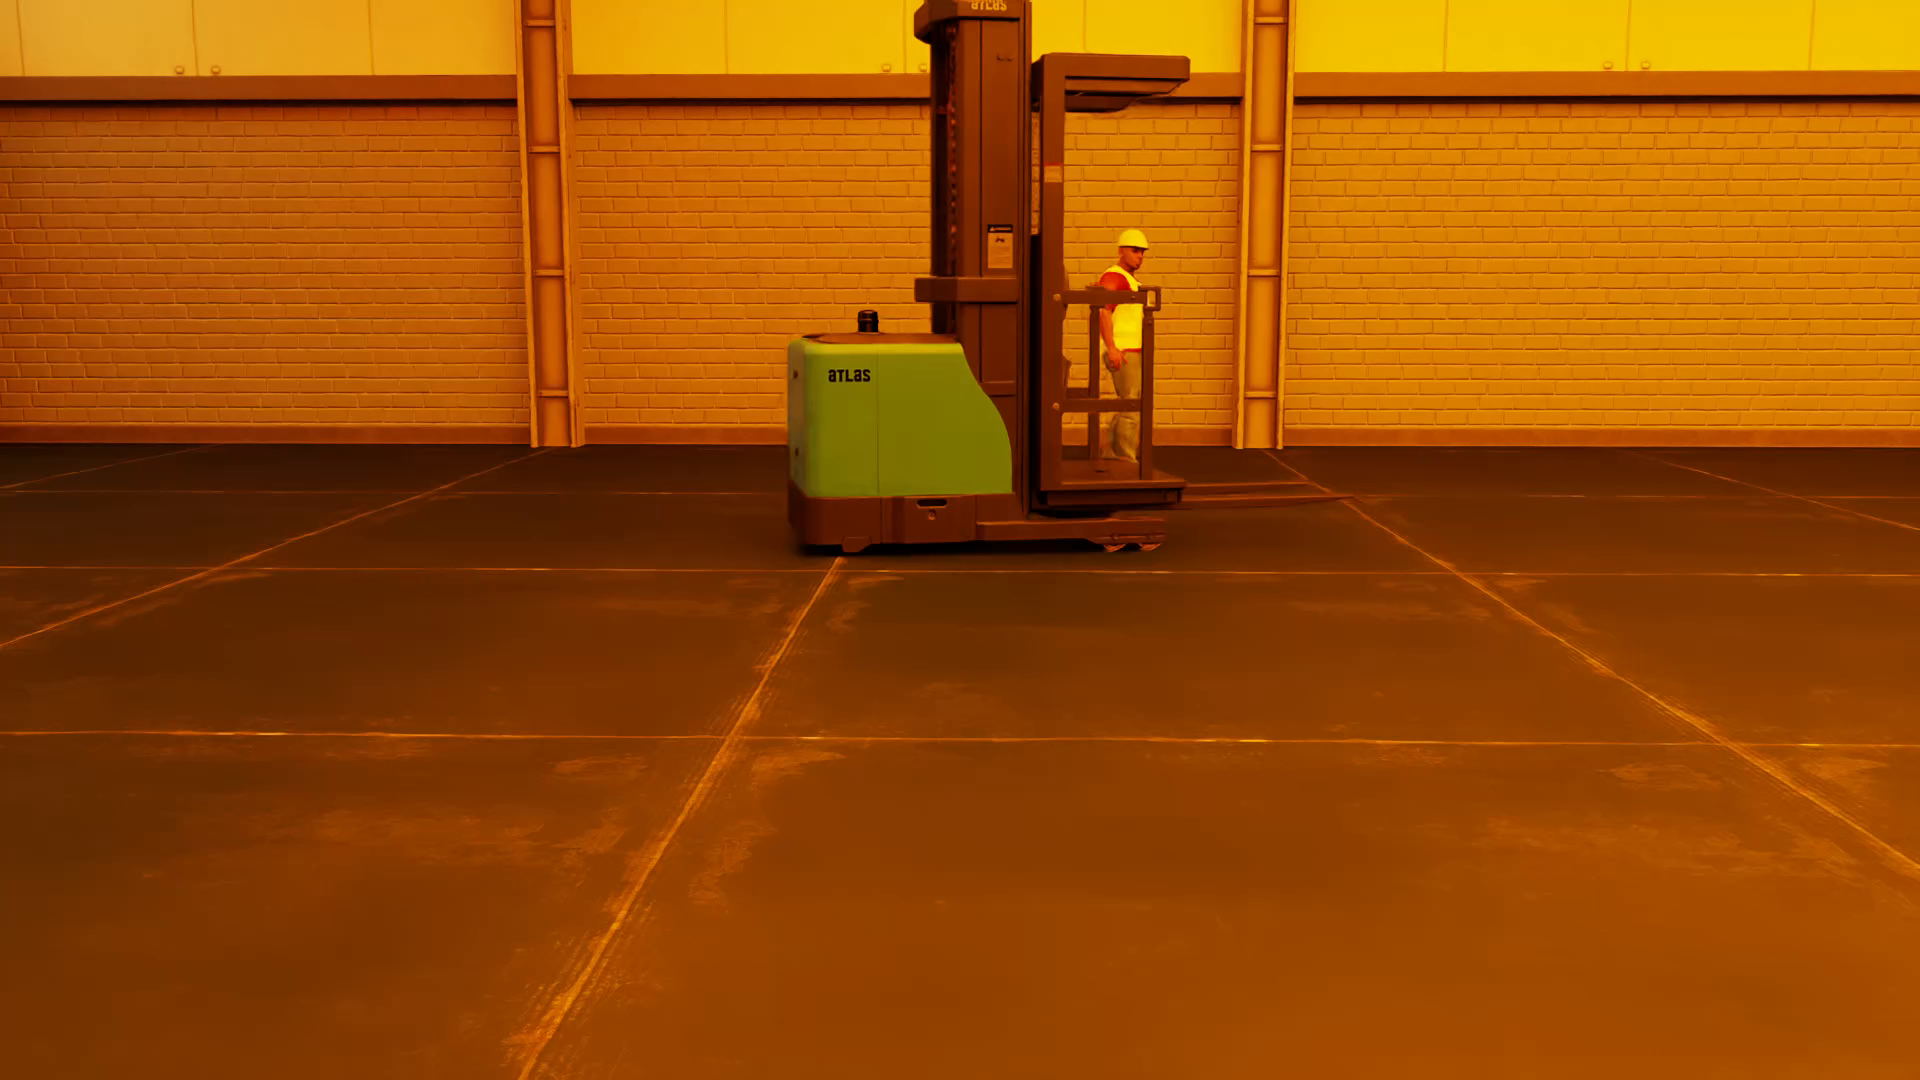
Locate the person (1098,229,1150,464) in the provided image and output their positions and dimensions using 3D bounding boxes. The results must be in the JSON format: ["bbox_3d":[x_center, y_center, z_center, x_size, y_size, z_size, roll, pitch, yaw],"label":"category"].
[{"bbox_3d":[1.225,-1.322,11.840,0.476,1.762,0.753,2,9,12],"label":"person"}]

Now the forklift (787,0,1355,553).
[{"bbox_3d":[0.609,-1.471,8.922,3.031,2.935,1.130,-2,9,-11],"label":"forklift"}]
